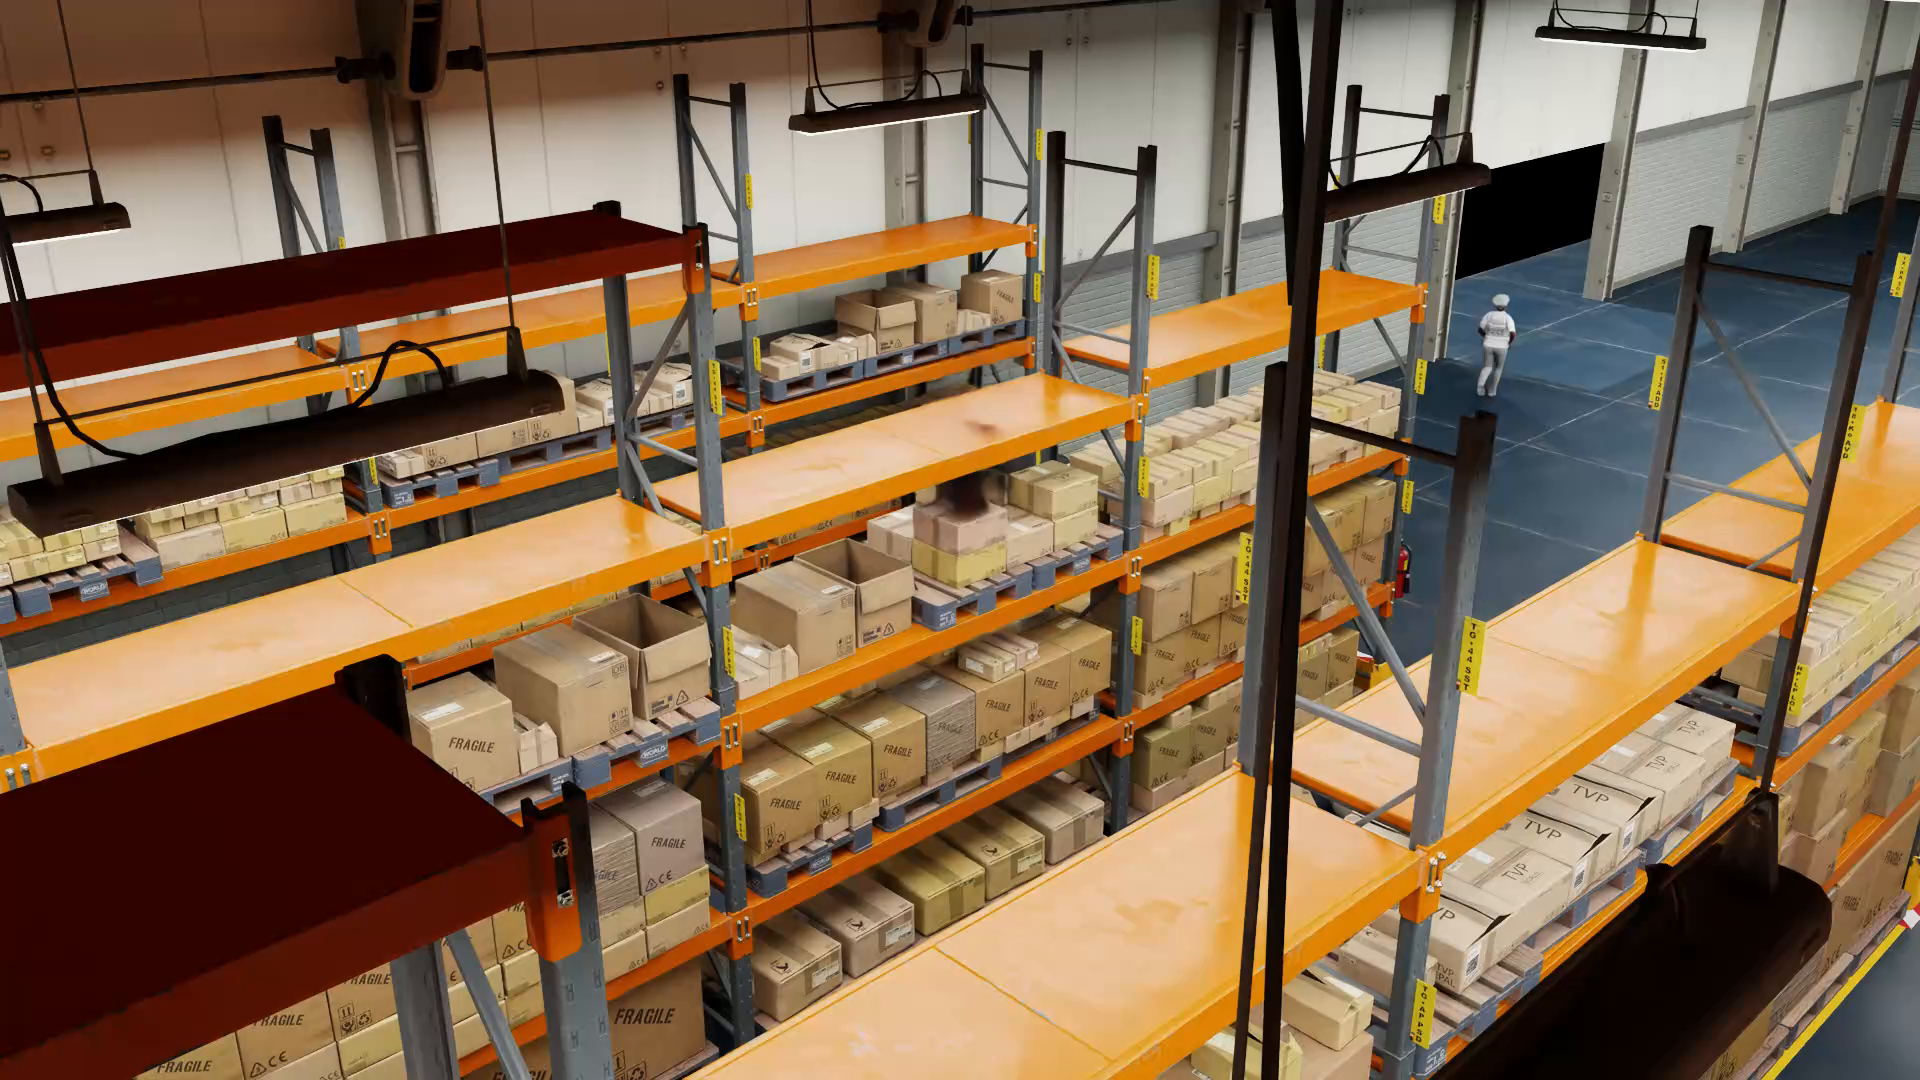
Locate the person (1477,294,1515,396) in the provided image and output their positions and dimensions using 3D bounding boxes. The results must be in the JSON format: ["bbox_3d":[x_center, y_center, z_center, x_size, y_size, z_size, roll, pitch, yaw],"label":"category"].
[{"bbox_3d":[8.334,-2.993,25.910,0.594,1.673,0.779,12,25,26],"label":"person"}]
